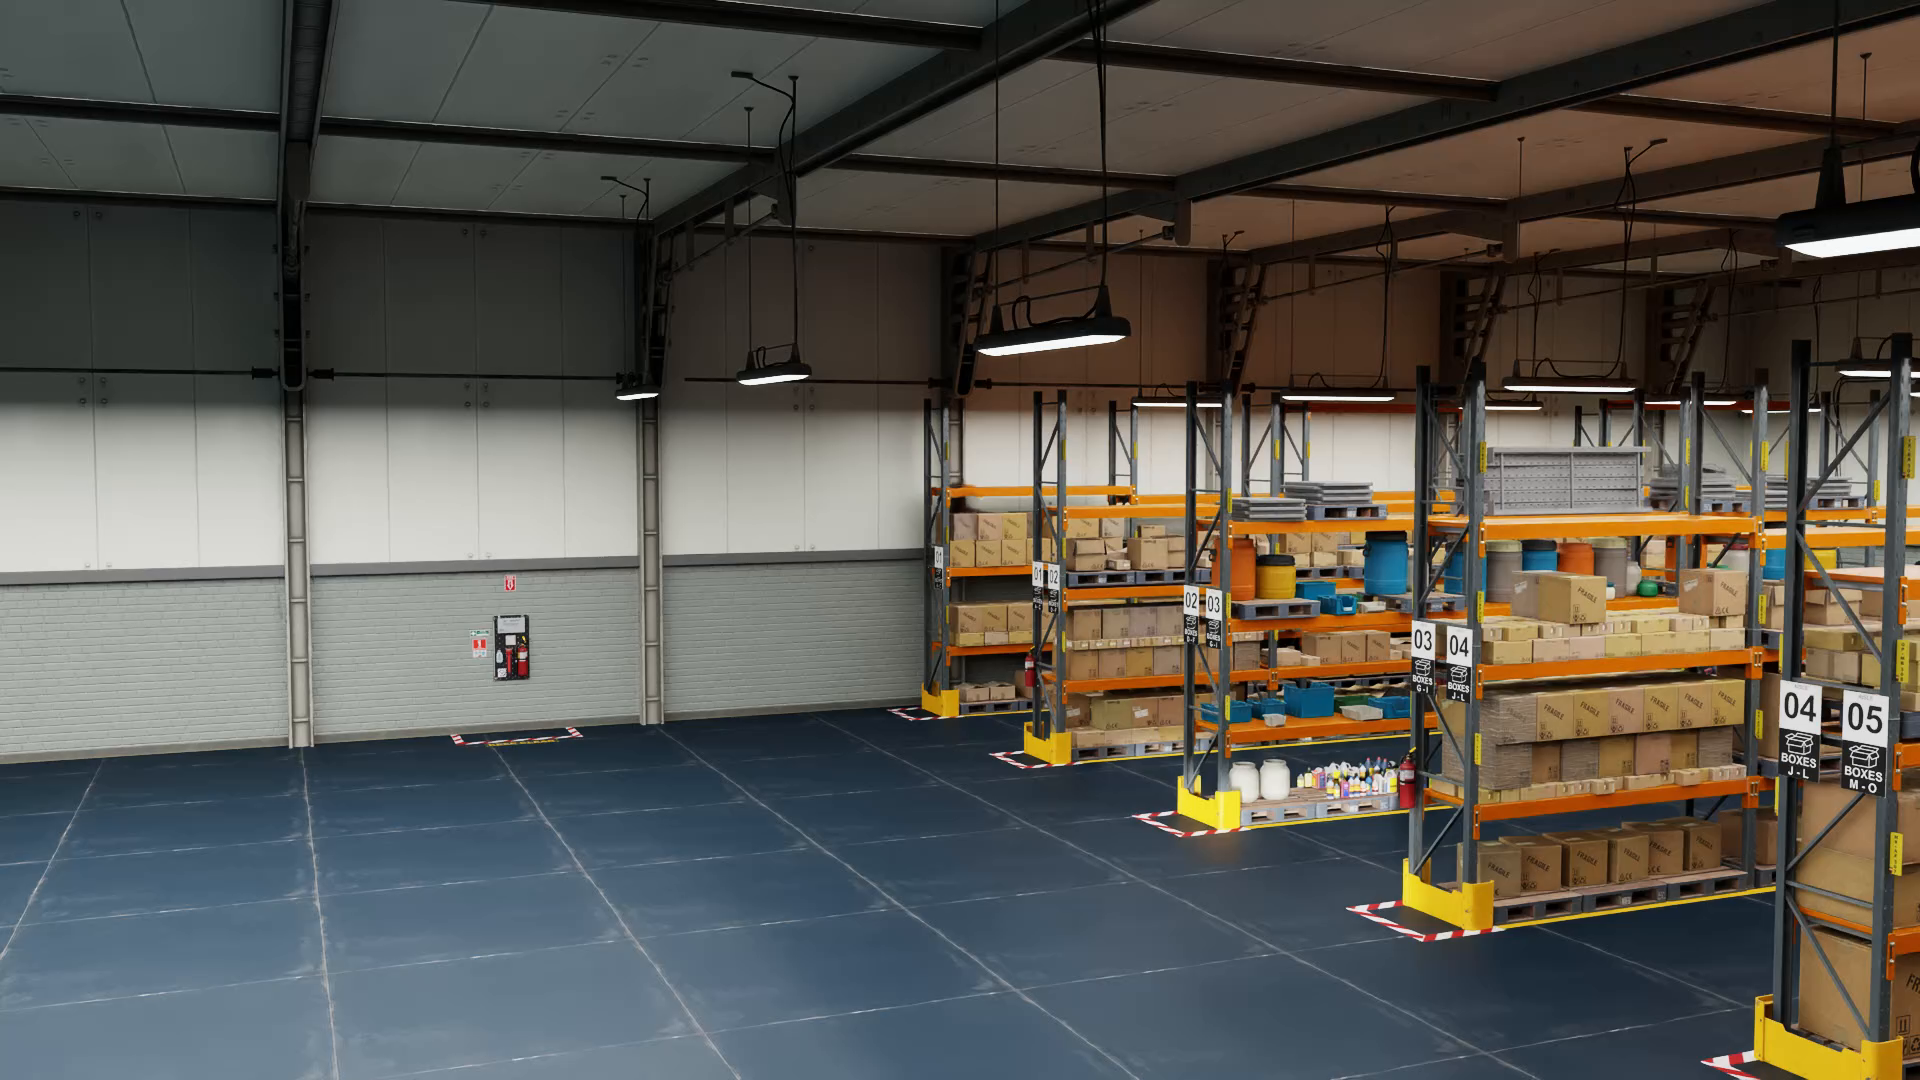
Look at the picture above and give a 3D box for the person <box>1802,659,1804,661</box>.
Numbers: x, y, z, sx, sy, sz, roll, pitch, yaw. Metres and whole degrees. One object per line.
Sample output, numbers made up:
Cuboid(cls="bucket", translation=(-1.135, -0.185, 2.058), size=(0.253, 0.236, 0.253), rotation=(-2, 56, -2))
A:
Cuboid(cls="person", translation=(17.349, 2.285, 34.130), size=(0.425, 1.817, 0.548), rotation=(-3, 4, -38))
